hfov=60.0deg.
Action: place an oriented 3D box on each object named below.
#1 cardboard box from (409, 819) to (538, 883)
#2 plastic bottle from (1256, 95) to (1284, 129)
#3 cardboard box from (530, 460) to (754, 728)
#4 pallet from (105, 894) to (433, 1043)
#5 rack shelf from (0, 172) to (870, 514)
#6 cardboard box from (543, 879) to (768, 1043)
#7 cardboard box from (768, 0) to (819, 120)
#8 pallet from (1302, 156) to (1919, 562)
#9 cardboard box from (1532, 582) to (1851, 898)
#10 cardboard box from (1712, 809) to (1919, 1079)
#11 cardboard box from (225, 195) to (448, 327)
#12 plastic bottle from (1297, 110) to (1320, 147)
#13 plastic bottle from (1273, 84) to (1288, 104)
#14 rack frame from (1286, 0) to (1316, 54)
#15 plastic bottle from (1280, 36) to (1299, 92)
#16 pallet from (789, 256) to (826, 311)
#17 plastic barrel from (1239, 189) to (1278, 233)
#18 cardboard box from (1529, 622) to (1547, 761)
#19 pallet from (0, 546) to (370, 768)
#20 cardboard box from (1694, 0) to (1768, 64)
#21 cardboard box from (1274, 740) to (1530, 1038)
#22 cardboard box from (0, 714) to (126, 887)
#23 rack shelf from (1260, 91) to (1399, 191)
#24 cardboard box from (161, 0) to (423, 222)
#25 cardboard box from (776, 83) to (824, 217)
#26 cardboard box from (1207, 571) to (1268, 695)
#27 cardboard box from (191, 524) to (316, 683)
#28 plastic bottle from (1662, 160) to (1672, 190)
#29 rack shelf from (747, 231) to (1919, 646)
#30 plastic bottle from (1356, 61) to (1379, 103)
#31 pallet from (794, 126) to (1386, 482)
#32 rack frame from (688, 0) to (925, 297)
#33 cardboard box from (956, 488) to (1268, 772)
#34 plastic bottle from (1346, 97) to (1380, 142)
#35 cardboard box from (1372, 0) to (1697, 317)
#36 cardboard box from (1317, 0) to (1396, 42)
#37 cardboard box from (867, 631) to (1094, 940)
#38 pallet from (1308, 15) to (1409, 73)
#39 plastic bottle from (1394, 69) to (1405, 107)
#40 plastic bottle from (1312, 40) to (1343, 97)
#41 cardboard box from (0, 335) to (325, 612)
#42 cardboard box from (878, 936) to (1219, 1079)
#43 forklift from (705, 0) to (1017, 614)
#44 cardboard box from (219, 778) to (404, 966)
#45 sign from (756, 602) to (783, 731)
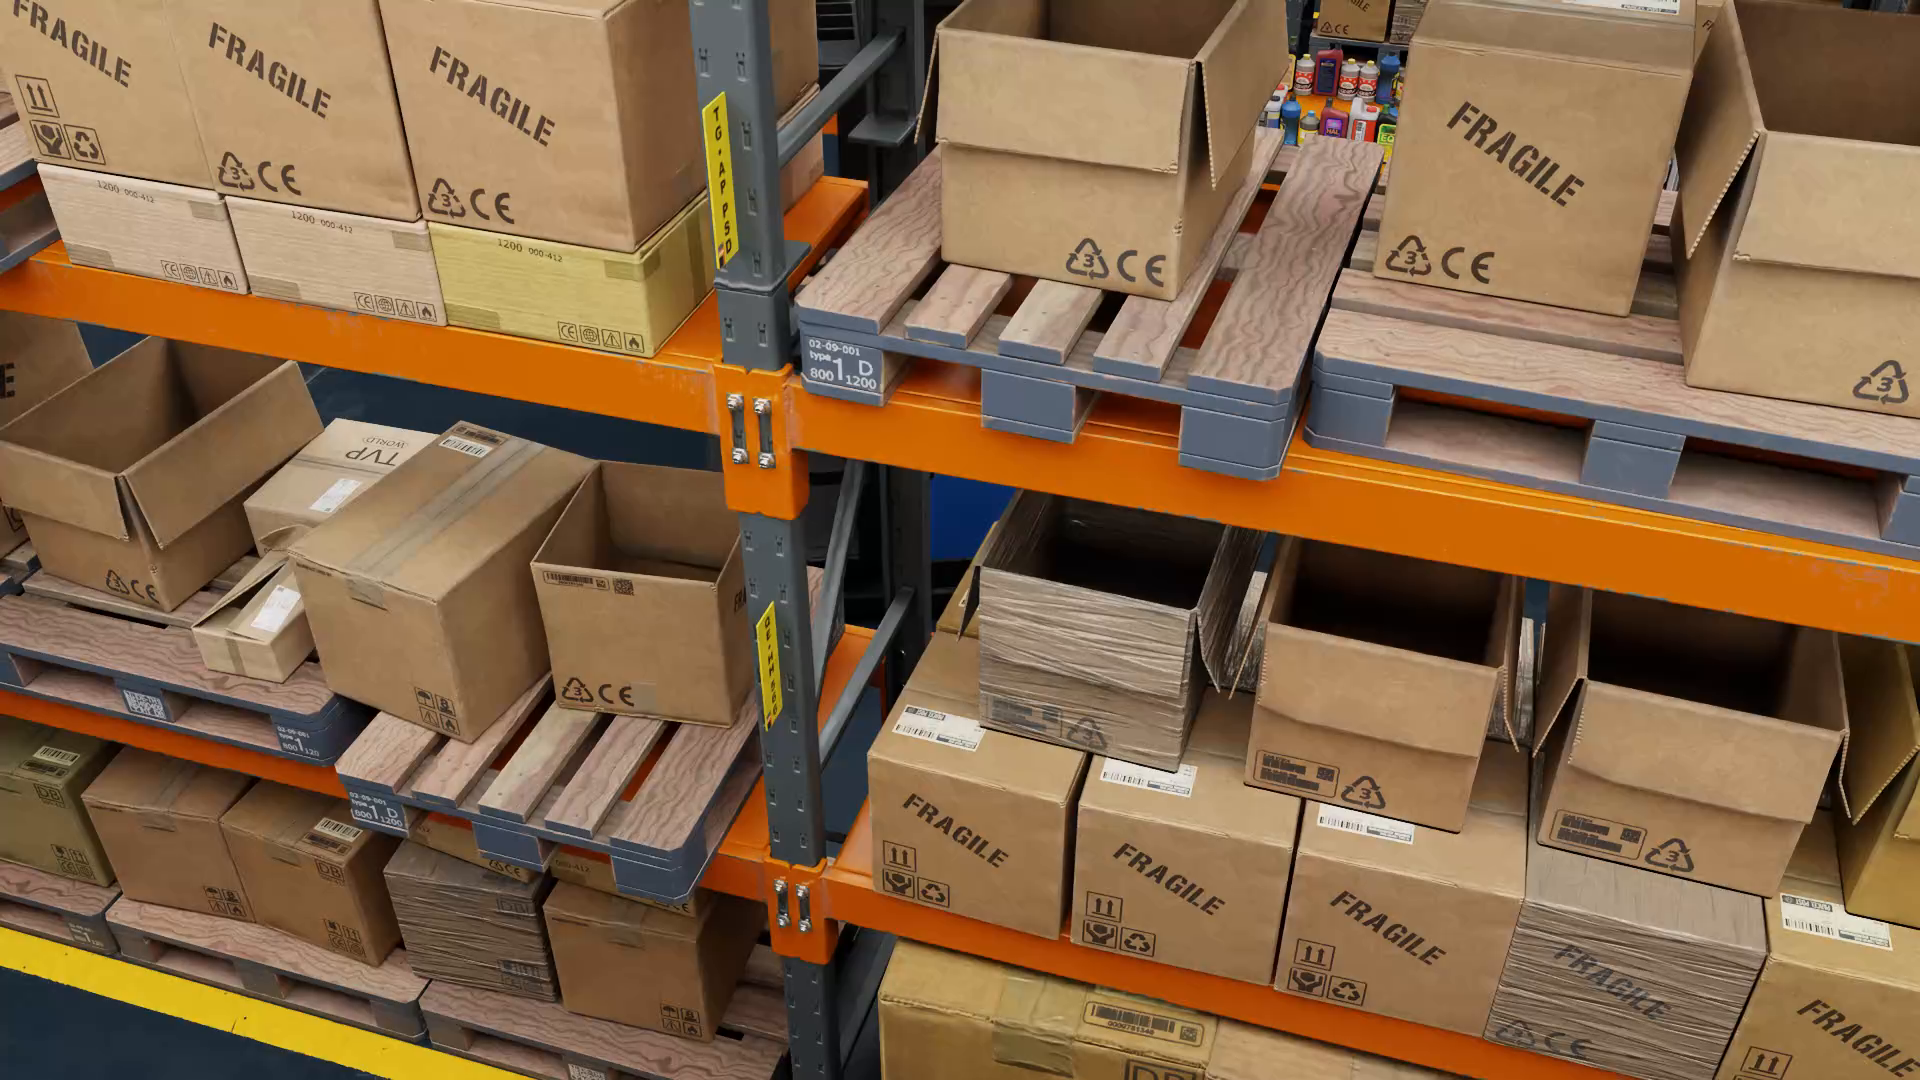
[{"bbox_3d":[-1.450,0.762,5.289,0.500,0.250,0.500,15,39,19],"label":"cardboard box"},{"bbox_3d":[1.501,-2.069,8.136,0.135,0.276,0.152,10,38,14],"label":"plastic bottle"},{"bbox_3d":[-0.820,0.142,4.588,0.500,0.500,0.500,6,37,8],"label":"cardboard box"},{"bbox_3d":[-2.198,1.191,5.953,1.213,0.211,1.003,10,38,14],"label":"pallet"},{"bbox_3d":[-2.201,-0.848,4.448,4.000,0.370,1.077,10,38,14],"label":"rack shelf"},{"bbox_3d":[-0.938,1.146,5.400,0.500,0.500,0.700,9,37,11],"label":"cardboard box"},{"bbox_3d":[-0.664,-1.254,3.887,0.500,0.500,0.500,11,38,14],"label":"cardboard box"},{"bbox_3d":[1.407,-0.428,3.430,1.213,0.211,1.003,12,38,16],"label":"pallet"},{"bbox_3d":[1.664,0.350,3.814,0.637,0.503,0.797,12,38,15],"label":"cardboard box"},{"bbox_3d":[2.027,0.983,3.800,0.500,0.500,0.500,10,38,13],"label":"cardboard box"},{"bbox_3d":[-1.297,-0.749,3.833,0.500,0.250,0.500,10,38,14],"label":"cardboard box"},{"bbox_3d":[1.697,-1.986,8.085,0.097,0.201,0.097,0,36,0],"label":"plastic bottle"},{"bbox_3d":[1.547,-2.155,8.252,0.135,0.276,0.152,10,38,14],"label":"plastic bottle"},{"bbox_3d":[2.665,-5.181,12.258,0.127,3.000,1.000,10,38,14],"label":"rack frame"},{"bbox_3d":[1.698,-2.501,8.717,0.133,0.283,0.061,10,38,14],"label":"plastic bottle"},{"bbox_3d":[-0.704,-1.631,9.788,1.213,0.211,1.003,10,38,14],"label":"pallet"},{"bbox_3d":[1.657,-1.597,8.866,0.708,0.830,0.600,10,38,14],"label":"plastic barrel"},{"bbox_3d":[1.709,0.602,4.317,0.500,0.500,0.500,11,38,15],"label":"cardboard box"},{"bbox_3d":[-2.194,0.174,5.144,1.213,0.211,1.003,10,38,14],"label":"pallet"},{"bbox_3d":[5.457,-3.661,11.931,0.500,0.500,0.500,11,38,14],"label":"cardboard box"},{"bbox_3d":[1.074,0.802,4.046,0.500,0.500,0.500,10,37,13],"label":"cardboard box"},{"bbox_3d":[-3.081,0.762,5.922,0.500,0.500,0.700,10,38,14],"label":"cardboard box"},{"bbox_3d":[3.094,-1.735,8.184,4.000,0.370,1.077,10,38,14],"label":"rack shelf"},{"bbox_3d":[-1.315,-1.053,3.614,0.500,0.500,0.500,10,38,14],"label":"cardboard box"},{"bbox_3d":[-0.665,-0.951,4.107,0.500,0.250,0.500,11,38,15],"label":"cardboard box"},{"bbox_3d":[0.727,0.422,4.562,0.500,0.500,0.500,10,38,13],"label":"cardboard box"},{"bbox_3d":[-1.964,0.167,4.752,0.258,0.266,0.396,9,37,13],"label":"cardboard box"},{"bbox_3d":[3.231,-1.702,7.699,0.097,0.201,0.097,0,36,0],"label":"plastic bottle"},{"bbox_3d":[1.617,-0.141,3.487,4.000,0.370,1.077,10,38,14],"label":"rack shelf"},{"bbox_3d":[2.116,-2.380,8.620,0.097,0.201,0.097,0,36,0],"label":"plastic bottle"},{"bbox_3d":[0.338,-0.624,3.697,1.003,0.211,1.213,12,38,16],"label":"pallet"},{"bbox_3d":[-0.292,-1.992,2.865,0.127,3.000,1.000,10,38,14],"label":"rack frame"},{"bbox_3d":[0.401,0.118,4.129,0.637,0.503,0.797,12,38,15],"label":"cardboard box"},{"bbox_3d":[1.943,-1.987,8.024,0.135,0.276,0.152,10,38,14],"label":"plastic bottle"},{"bbox_3d":[1.162,-0.824,3.370,0.500,0.500,0.500,12,38,16],"label":"cardboard box"},{"bbox_3d":[3.015,-4.109,12.540,0.500,0.500,0.500,12,38,16],"label":"cardboard box"},{"bbox_3d":[0.091,0.623,4.288,0.500,0.500,0.500,12,38,15],"label":"cardboard box"},{"bbox_3d":[3.367,-3.904,12.876,1.213,0.211,1.003,10,38,14],"label":"pallet"},{"bbox_3d":[2.302,-2.345,8.574,0.097,0.201,0.097,0,36,0],"label":"plastic bottle"},{"bbox_3d":[1.918,-2.461,8.661,0.133,0.283,0.061,10,38,14],"label":"plastic bottle"},{"bbox_3d":[-2.428,-0.240,5.104,0.637,0.503,0.797,14,39,19],"label":"cardboard box"},{"bbox_3d":[0.360,1.244,4.967,0.875,0.875,1.225,9,37,12],"label":"cardboard box"},{"bbox_3d":[-0.671,-1.123,6.804,3.031,2.935,1.130,-3,36,-4],"label":"forklift"},{"bbox_3d":[-2.014,0.959,5.654,0.500,0.500,0.700,14,38,18],"label":"cardboard box"},{"bbox_3d":[-0.445,0.298,3.904,0.005,0.325,0.100,10,38,14],"label":"sign"}]
